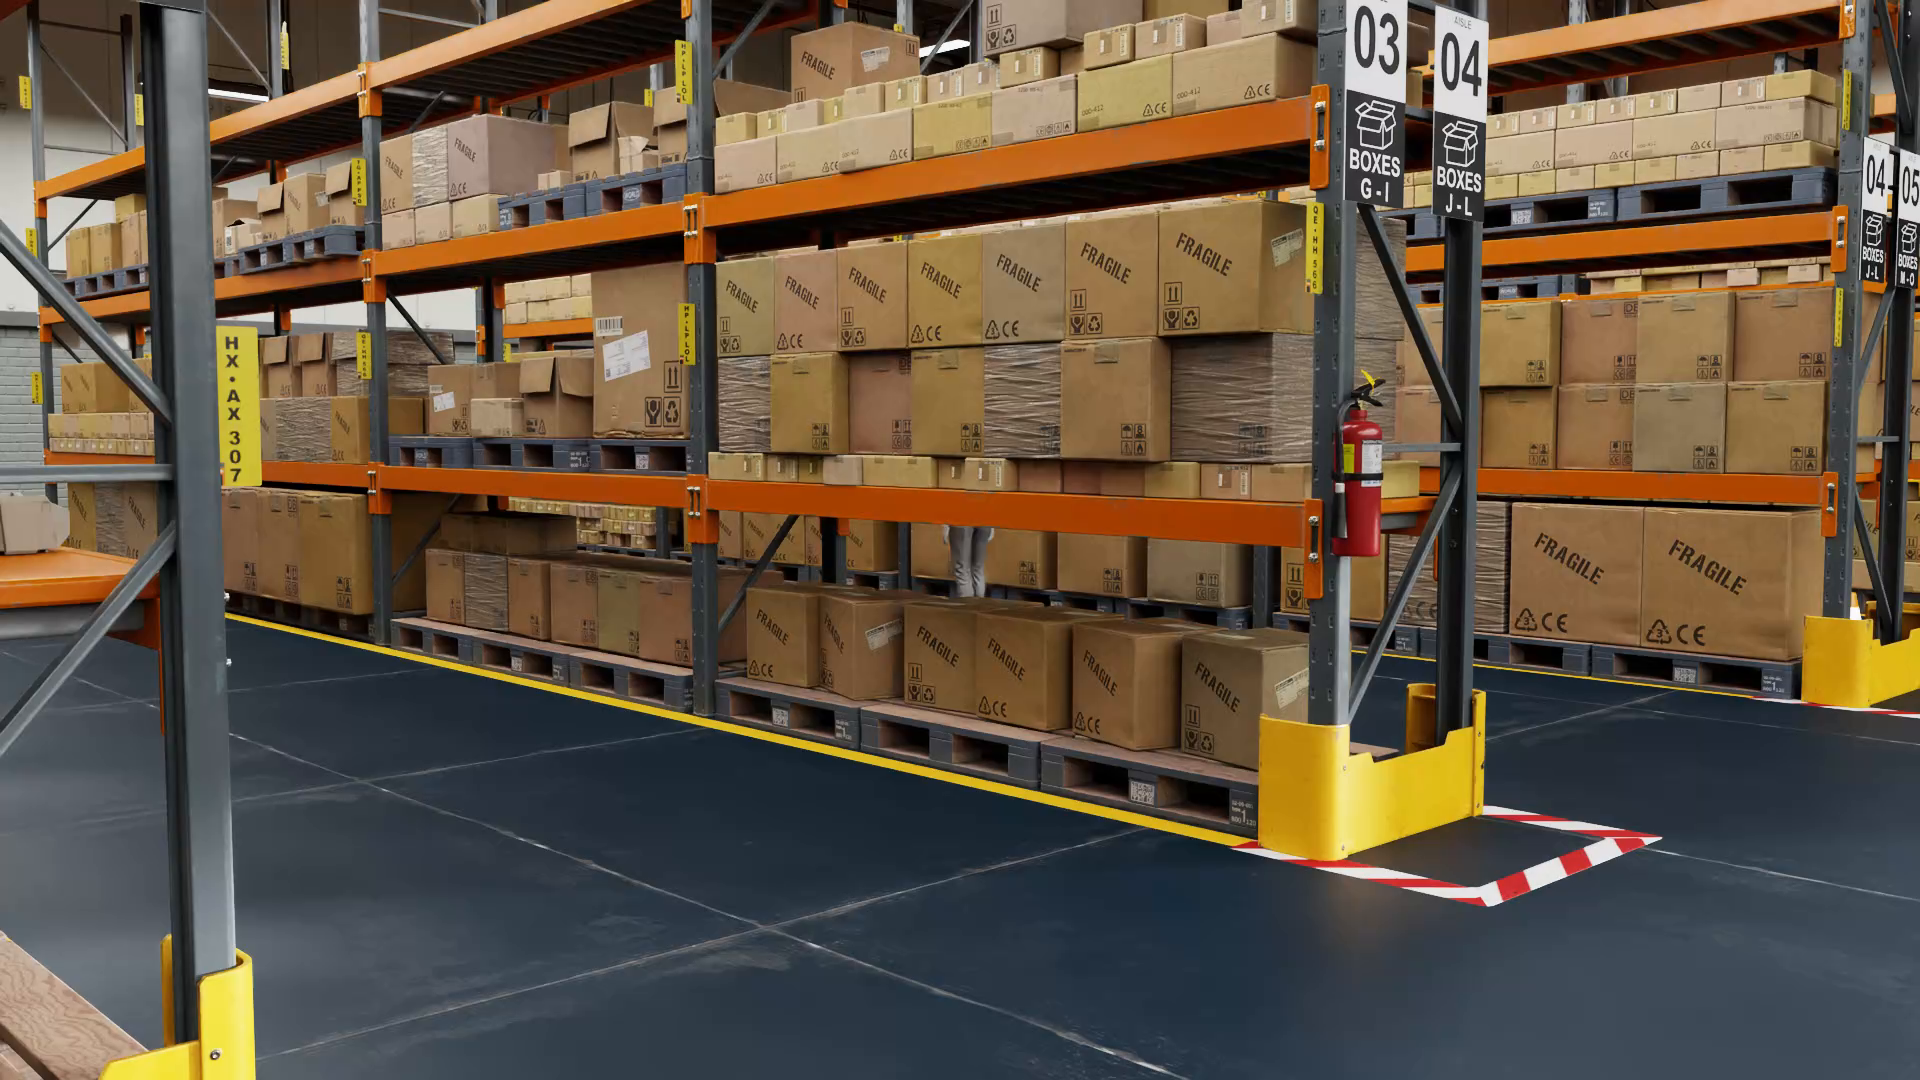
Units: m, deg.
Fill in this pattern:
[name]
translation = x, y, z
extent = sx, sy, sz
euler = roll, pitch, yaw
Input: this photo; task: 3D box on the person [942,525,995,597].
[person]
translation = 0.000, -0.132, 12.687
extent = 0.485, 1.678, 0.560
euler = -3, 5, -35
